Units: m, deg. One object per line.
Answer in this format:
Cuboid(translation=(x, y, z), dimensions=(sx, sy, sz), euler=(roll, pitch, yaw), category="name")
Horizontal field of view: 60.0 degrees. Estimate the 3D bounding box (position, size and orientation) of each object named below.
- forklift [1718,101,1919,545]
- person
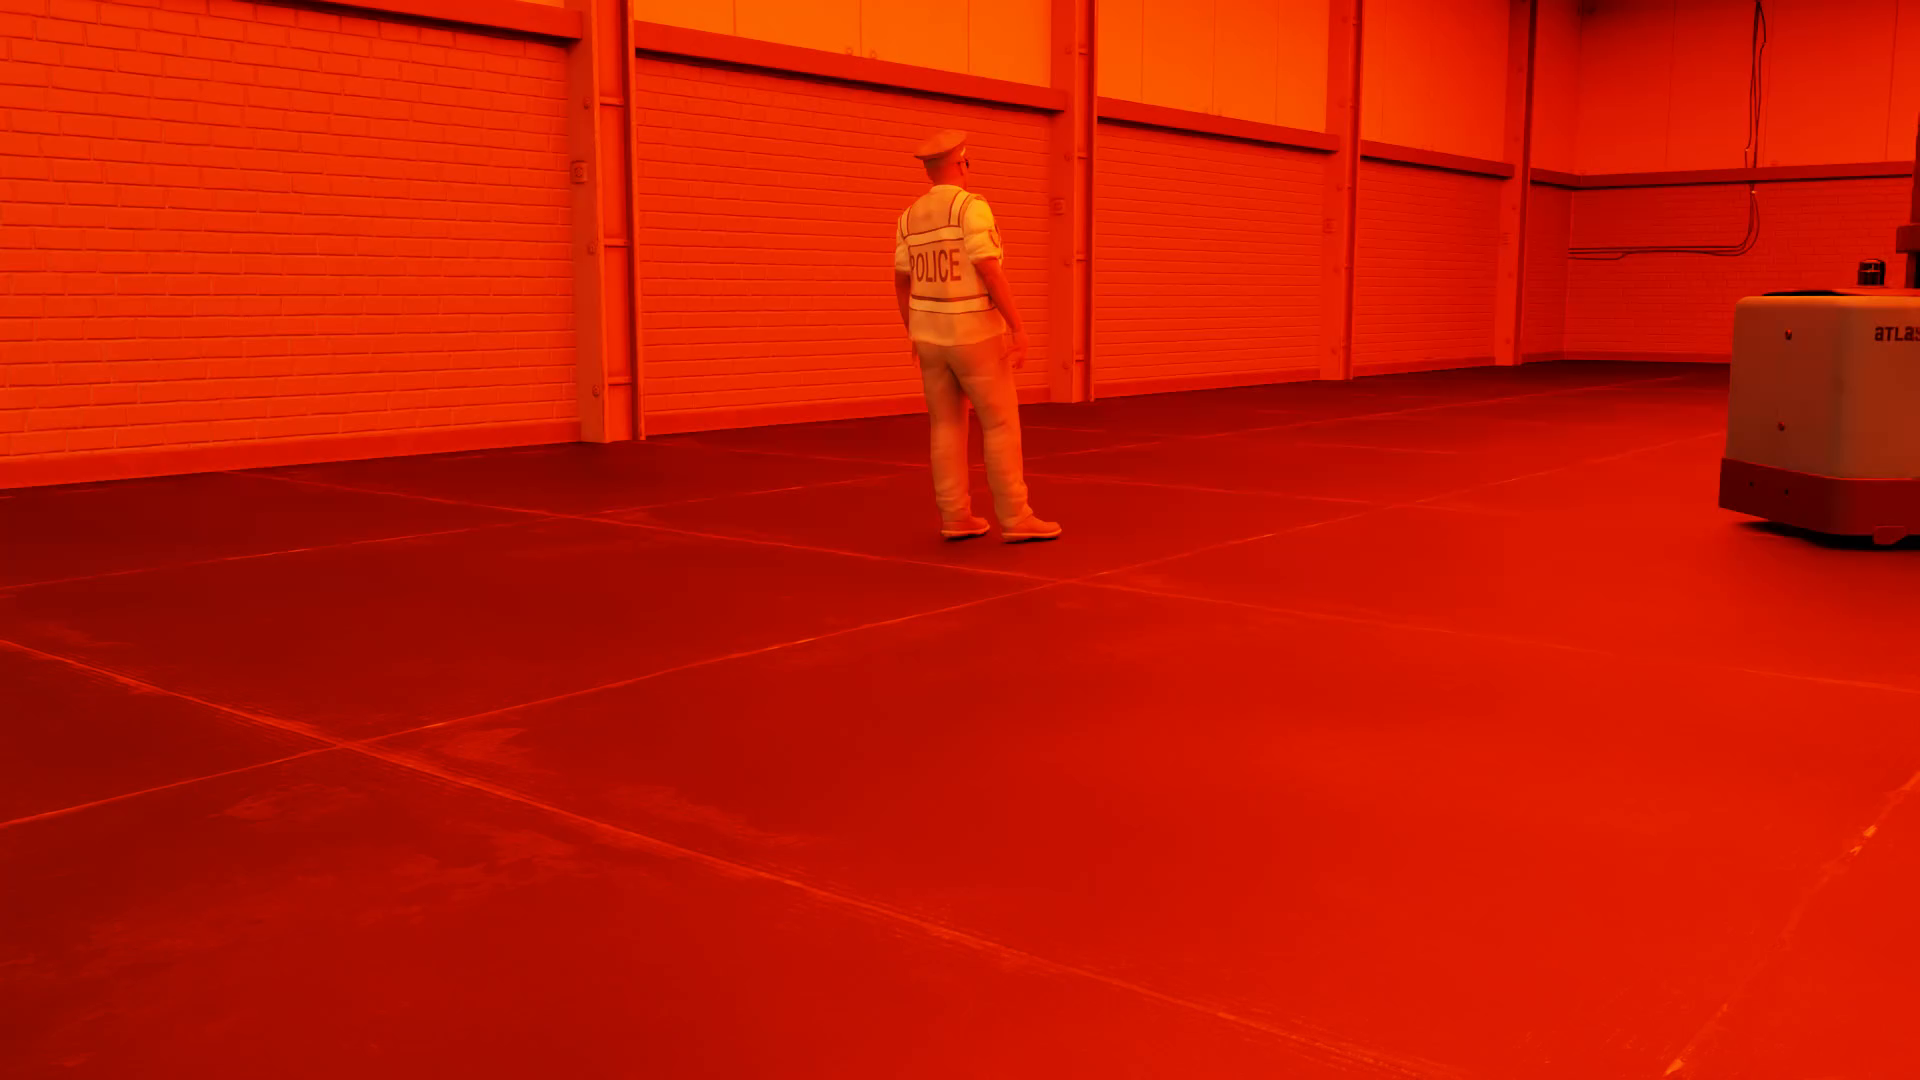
Cuboid(translation=(5.175, -1.483, 7.420), dimensions=(3.031, 2.935, 1.130), euler=(0, 8, -3), category="forklift")
Cuboid(translation=(0.058, -0.896, 7.327), dimensions=(0.640, 1.781, 0.575), euler=(7, 11, 38), category="person")
